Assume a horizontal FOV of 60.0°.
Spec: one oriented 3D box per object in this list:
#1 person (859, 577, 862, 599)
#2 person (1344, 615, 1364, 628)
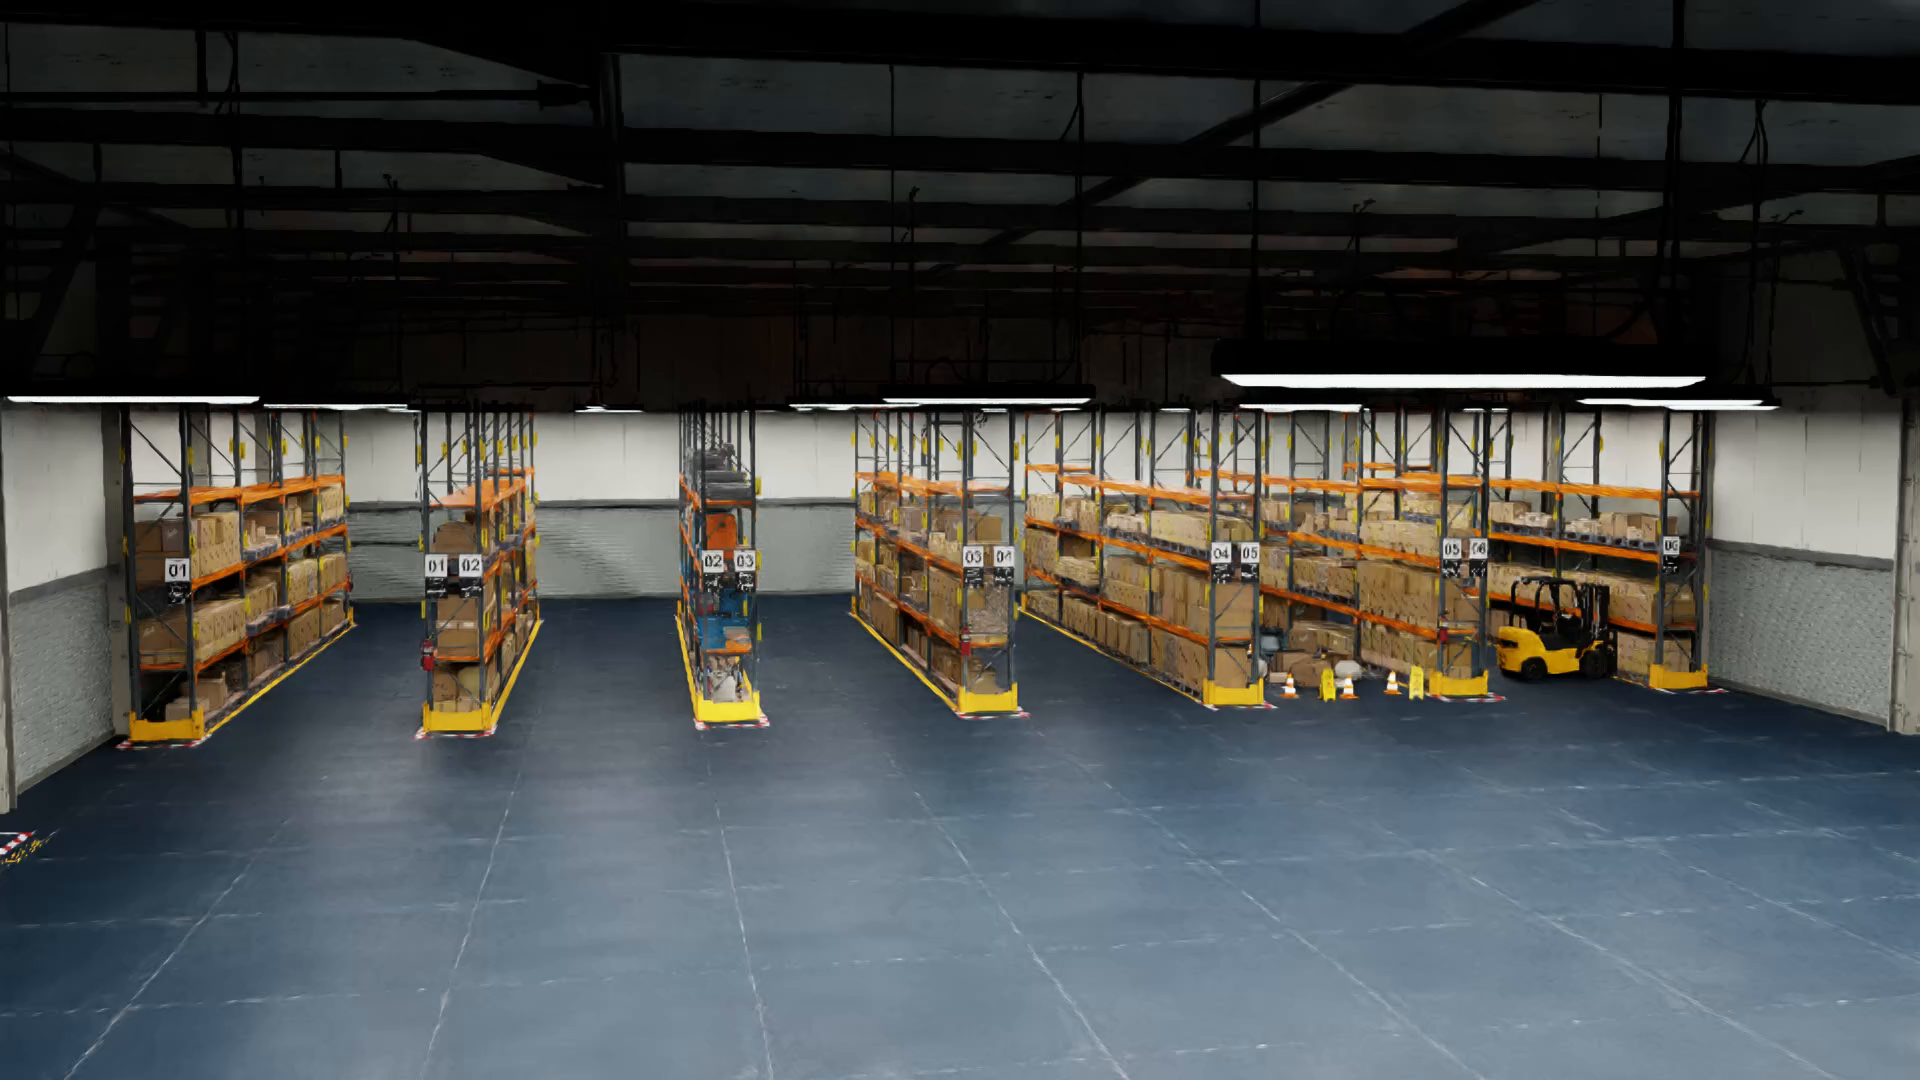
[{"bbox_3d":[-2.898,1.043,50.682,0.588,1.739,0.988,1,4,11],"label":"person"},{"bbox_3d":[10.548,1.471,44.502,0.574,1.764,0.669,1,4,16],"label":"person"}]
